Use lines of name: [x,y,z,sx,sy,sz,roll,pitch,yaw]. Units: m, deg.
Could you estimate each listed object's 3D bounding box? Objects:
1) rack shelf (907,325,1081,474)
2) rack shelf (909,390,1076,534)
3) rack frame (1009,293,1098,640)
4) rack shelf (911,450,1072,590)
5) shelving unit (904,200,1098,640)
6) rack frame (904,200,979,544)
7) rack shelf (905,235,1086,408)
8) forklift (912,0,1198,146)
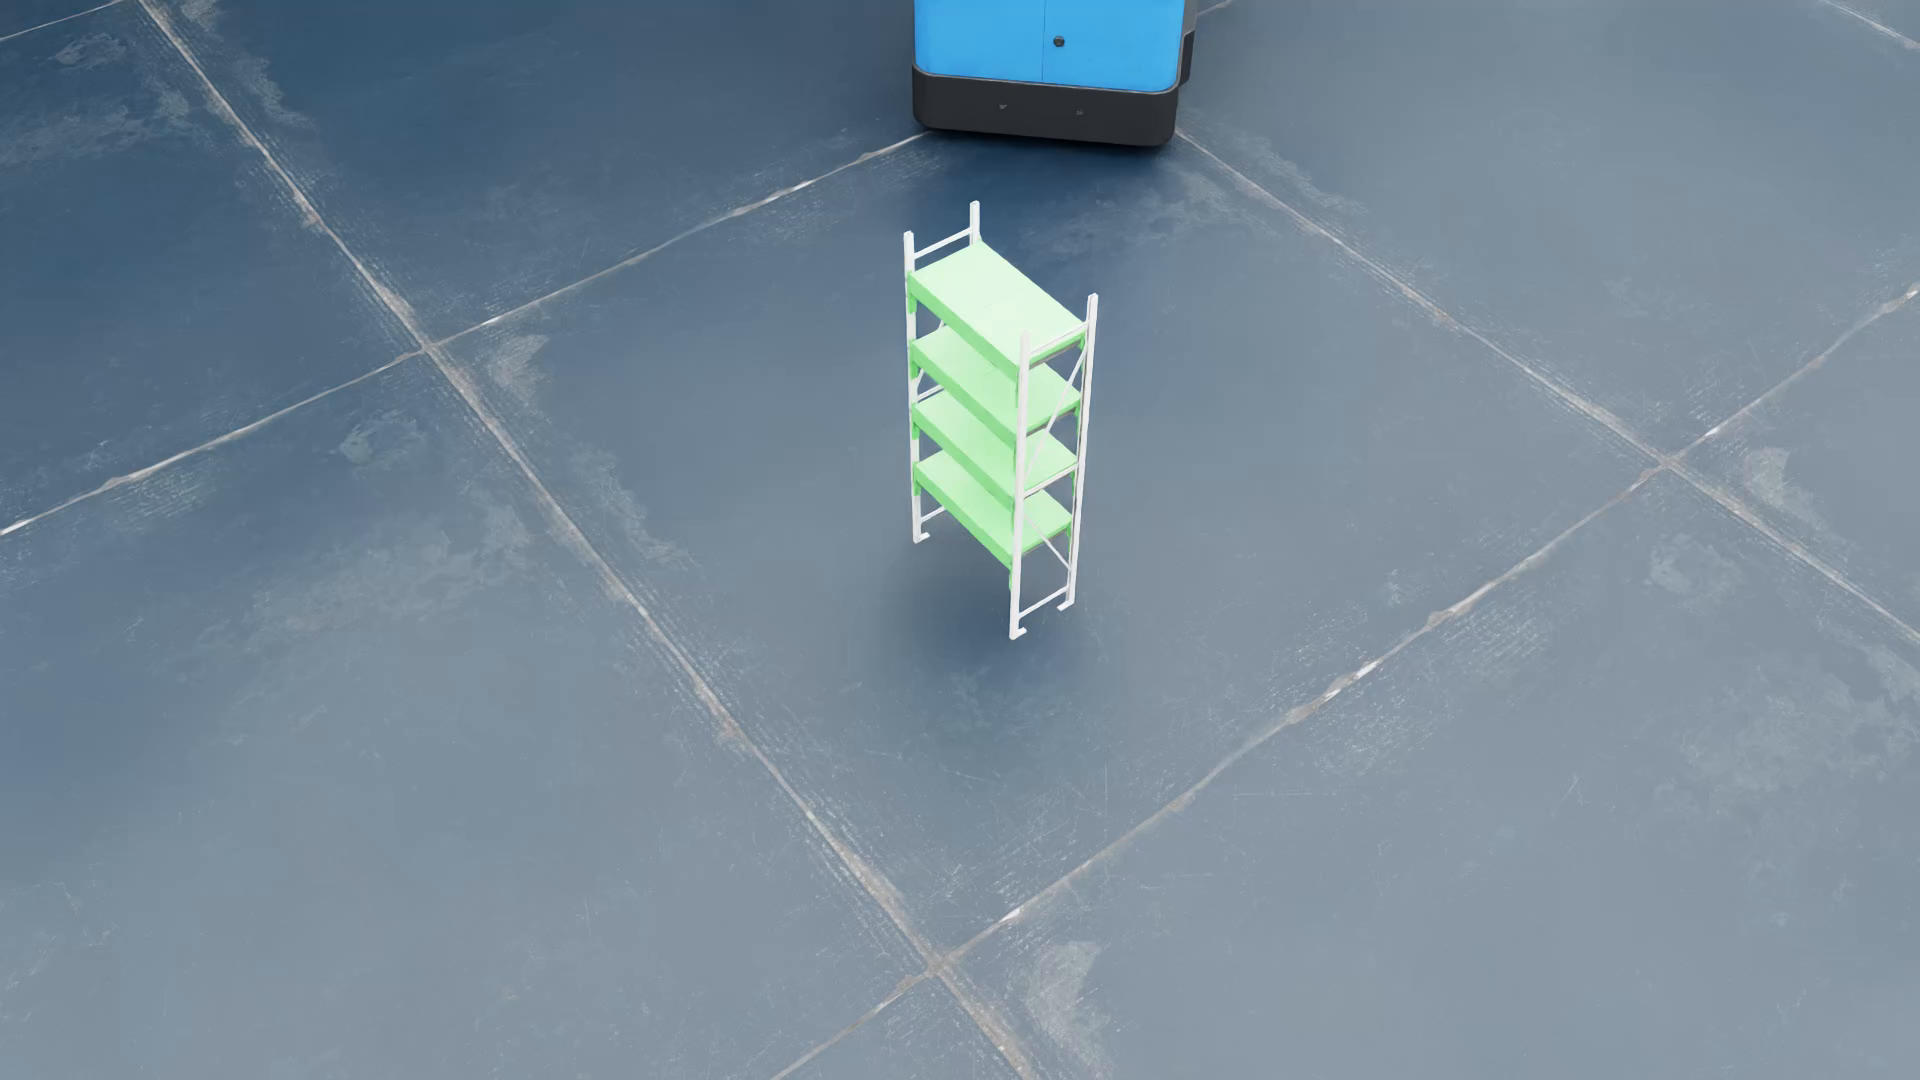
rack shelf: [0.100,-0.424,4.587,0.258,0.148,0.480,-29,54,-24]
rack shelf: [0.100,-0.262,4.764,0.258,0.148,0.480,-29,54,-24]
rack frame: [0.248,-0.162,4.587,0.240,1.200,0.015,-29,54,-24]
rack shelf: [0.100,-0.101,4.942,0.258,0.148,0.480,-29,54,-24]
shelving unit: [0.100,-0.305,4.717,0.258,1.200,0.503,-29,54,-24]
rack frame: [-0.048,-0.449,4.847,0.240,1.200,0.015,-29,54,-24]
rack shelf: [0.100,-0.585,4.409,0.258,0.148,0.480,-29,54,-24]
forklift: [0.541,-3.644,6.575,1.130,2.935,3.031,6,48,6]
